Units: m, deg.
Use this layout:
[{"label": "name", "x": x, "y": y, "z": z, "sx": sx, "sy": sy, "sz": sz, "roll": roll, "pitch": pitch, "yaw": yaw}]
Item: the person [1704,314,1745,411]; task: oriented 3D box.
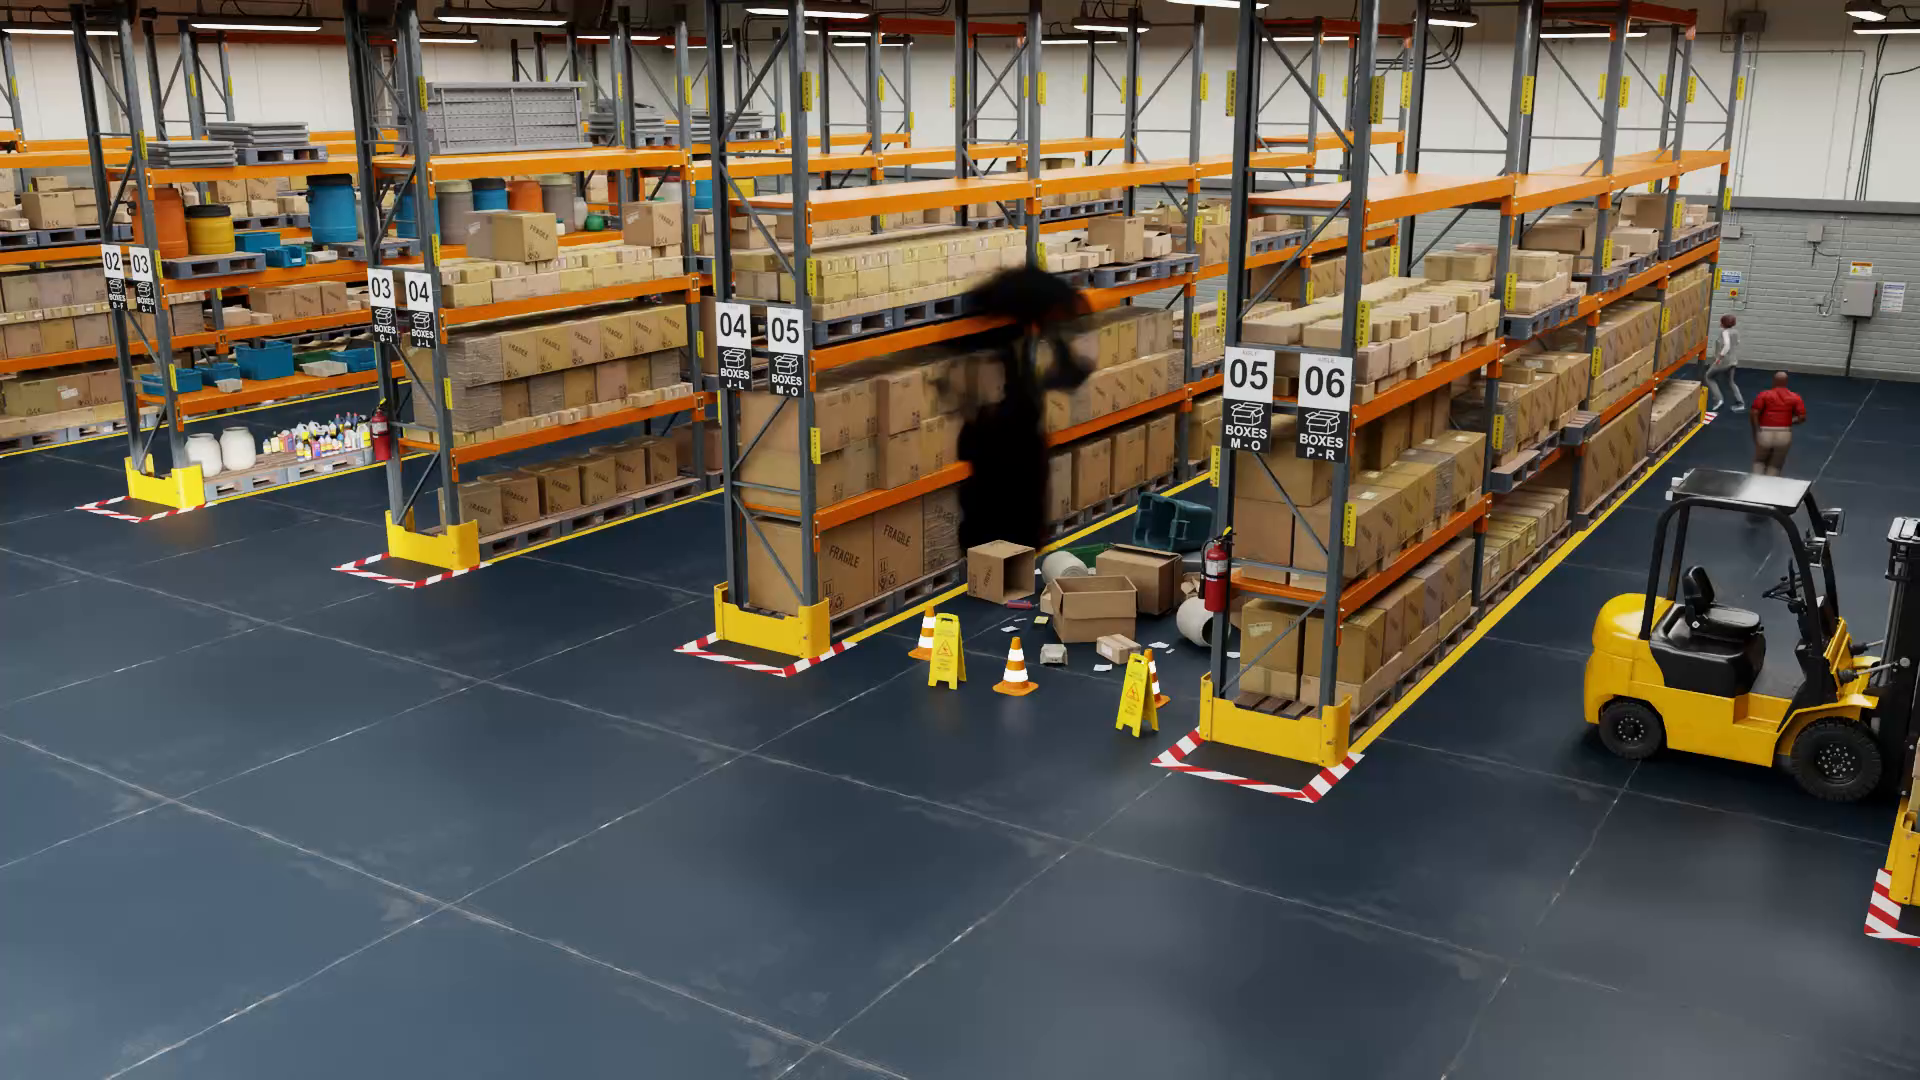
[{"label": "person", "x": 12.108, "y": -2.787, "z": 26.330, "sx": 0.602, "sy": 1.583, "sz": 0.611, "roll": -10, "pitch": 18, "yaw": -32}]

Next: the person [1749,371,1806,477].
[{"label": "person", "x": 10.069, "y": -1.249, "z": 20.592, "sx": 0.646, "sy": 1.690, "sz": 0.605, "roll": 6, "pitch": 17, "yaw": 20}]
